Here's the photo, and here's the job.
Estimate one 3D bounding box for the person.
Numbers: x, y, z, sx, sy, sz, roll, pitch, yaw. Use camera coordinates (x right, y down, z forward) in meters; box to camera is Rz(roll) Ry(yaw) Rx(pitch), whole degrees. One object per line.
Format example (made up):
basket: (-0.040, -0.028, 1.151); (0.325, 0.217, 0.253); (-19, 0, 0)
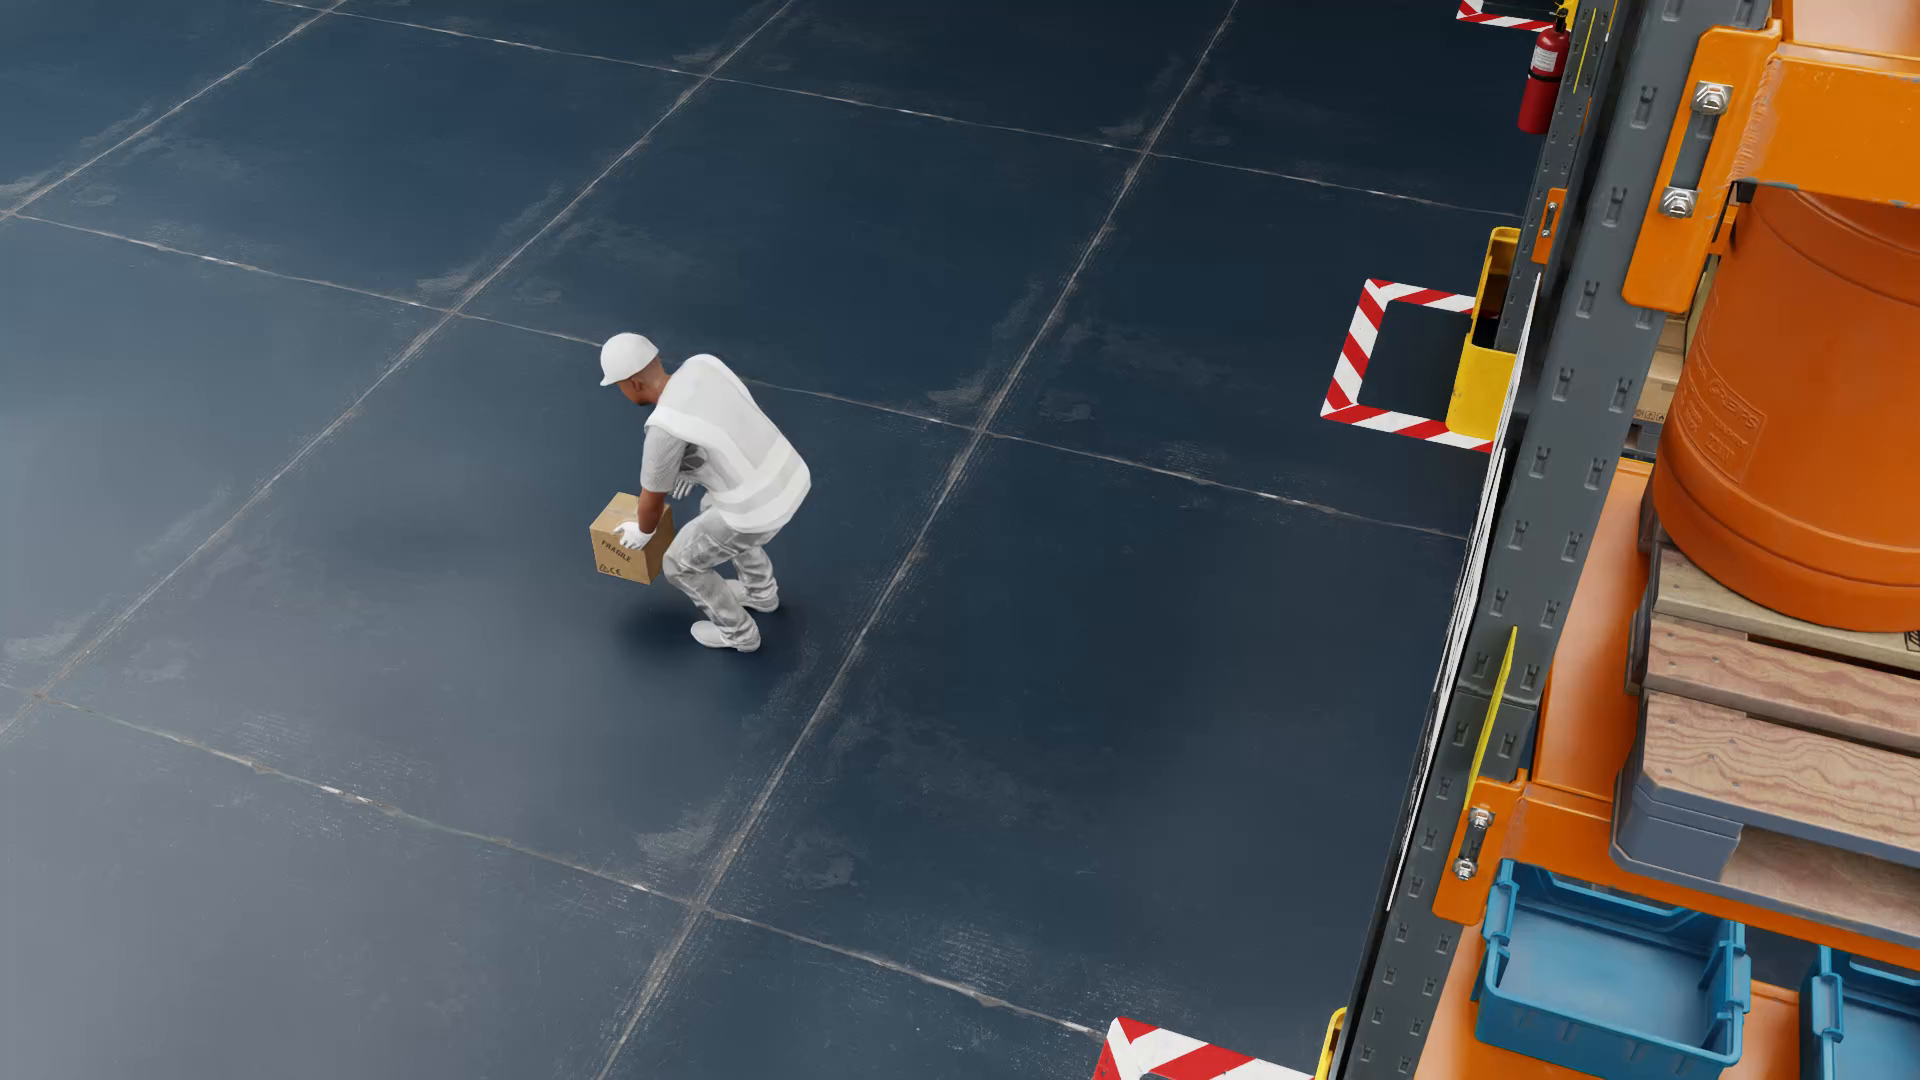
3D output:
person: (-1.000, -0.172, 6.624); (0.772, 1.412, 0.613); (14, 43, 15)
